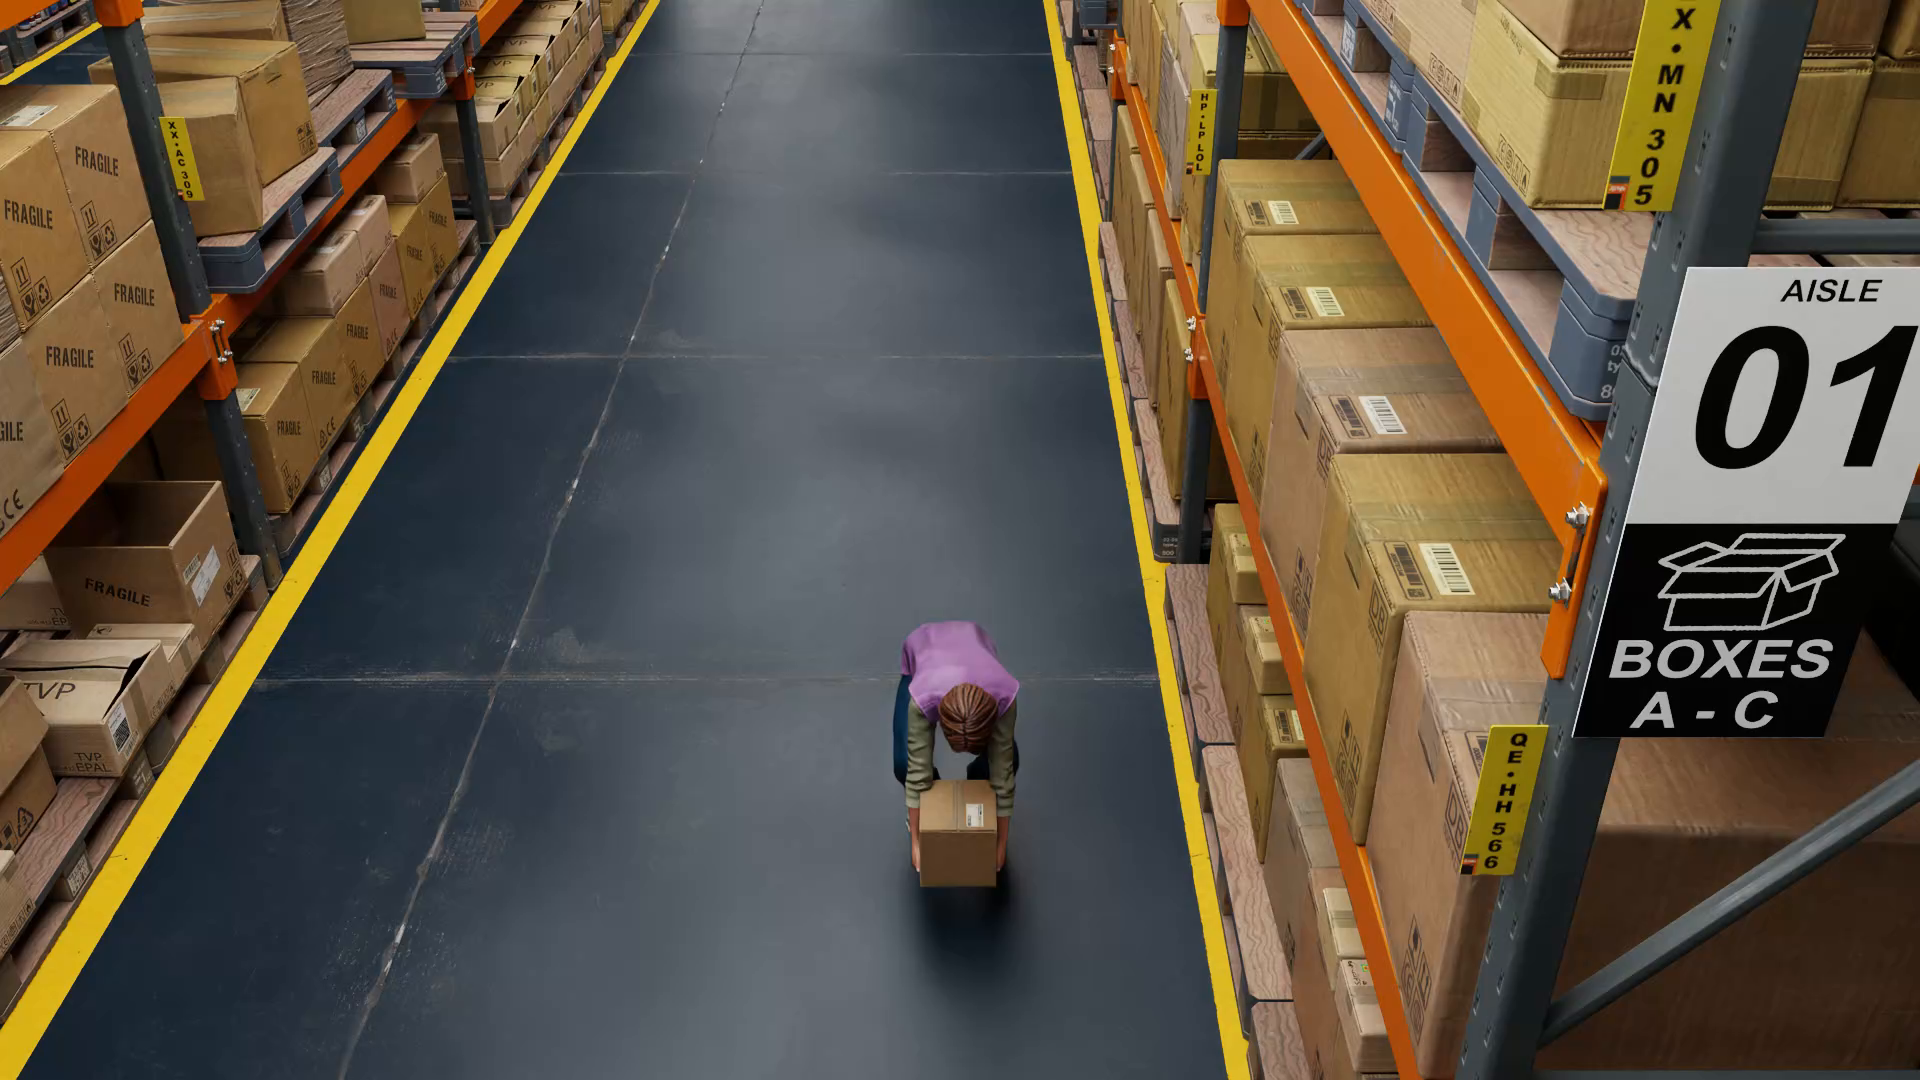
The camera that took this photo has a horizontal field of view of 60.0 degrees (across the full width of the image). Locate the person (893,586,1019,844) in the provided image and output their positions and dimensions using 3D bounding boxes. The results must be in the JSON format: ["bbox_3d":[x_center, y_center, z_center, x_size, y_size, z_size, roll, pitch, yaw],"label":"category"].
[{"bbox_3d":[-0.015,0.673,5.641,0.416,0.990,0.856,-2,32,-3],"label":"person"}]
